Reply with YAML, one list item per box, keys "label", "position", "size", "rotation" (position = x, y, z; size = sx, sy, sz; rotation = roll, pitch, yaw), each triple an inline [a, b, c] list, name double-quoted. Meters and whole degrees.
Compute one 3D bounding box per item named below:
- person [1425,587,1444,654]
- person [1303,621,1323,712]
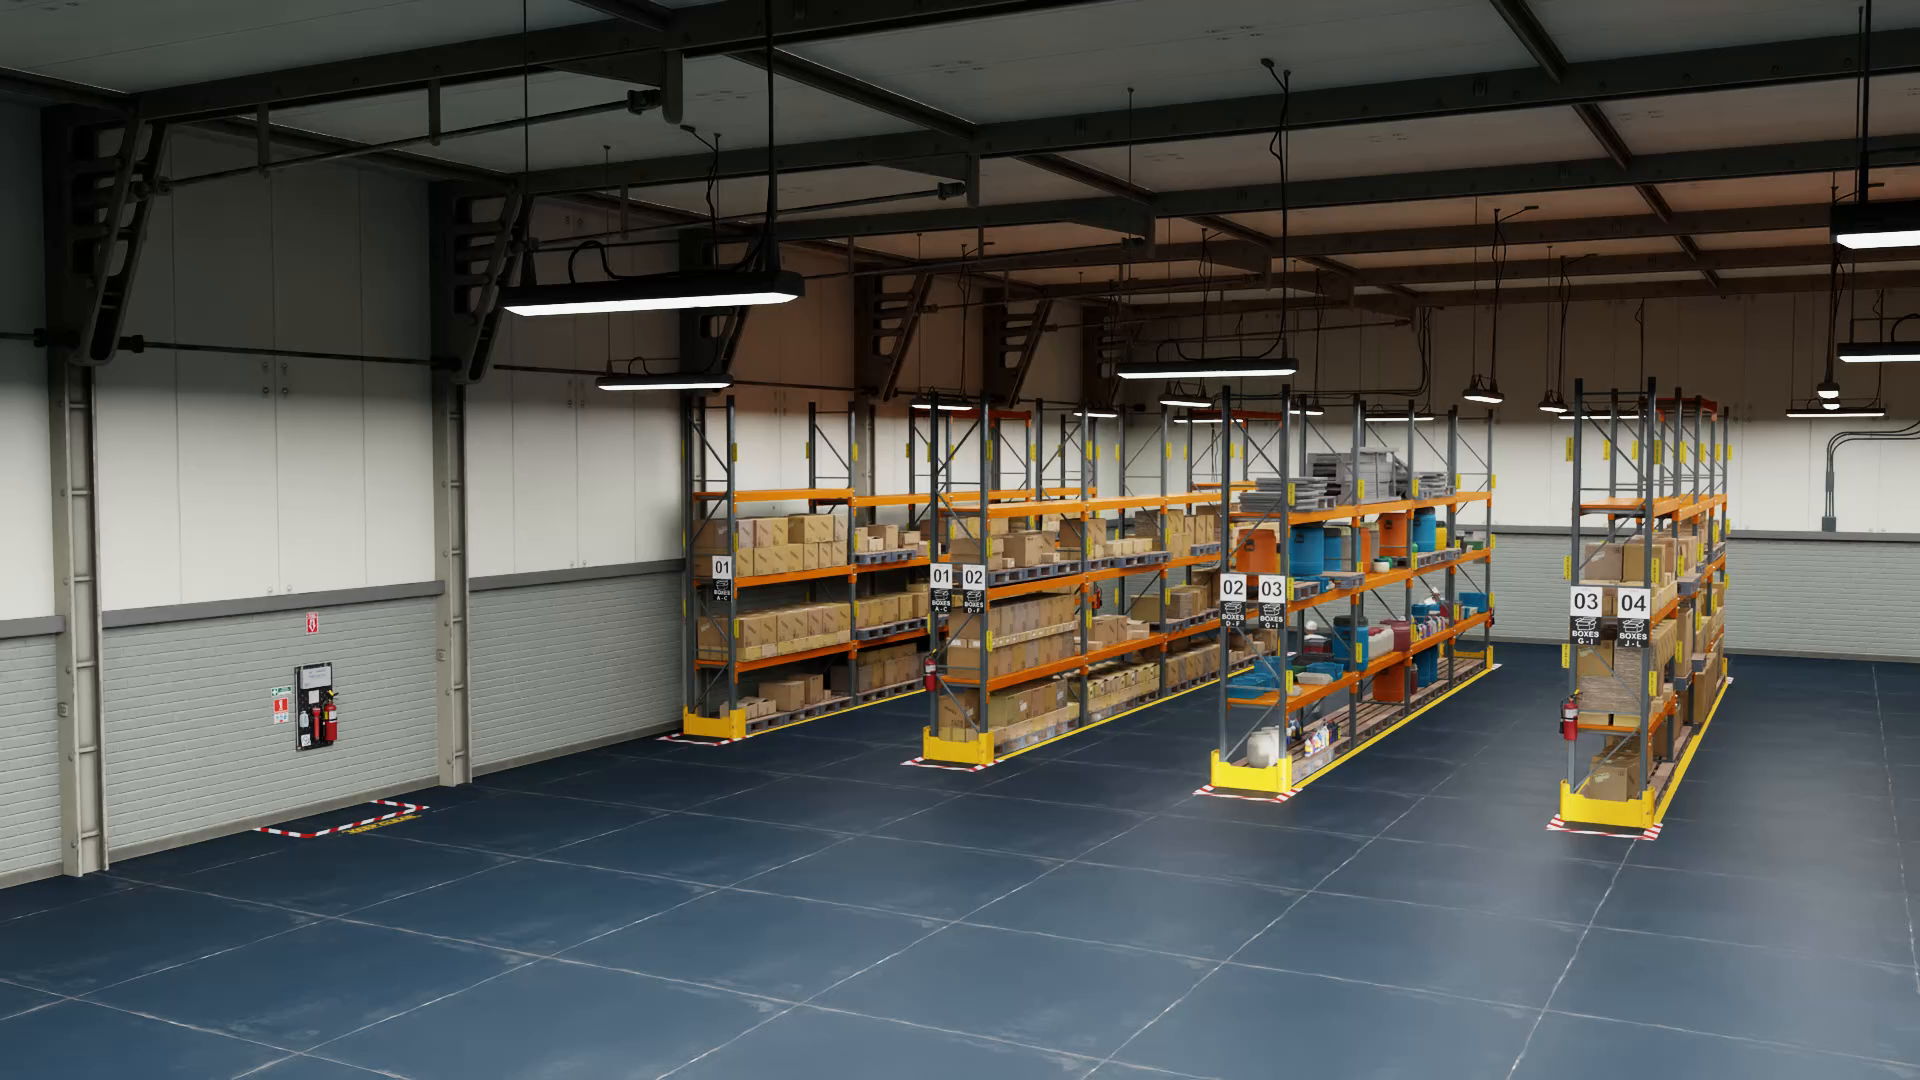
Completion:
- label: "person"
  position: [11.852, 1.997, 41.394]
  size: [0.562, 1.656, 1.015]
  rotation: [-1, 3, -17]
- label: "person"
  position: [6.783, 2.419, 32.028]
  size: [0.530, 1.728, 0.990]
  rotation: [0, 3, -4]
